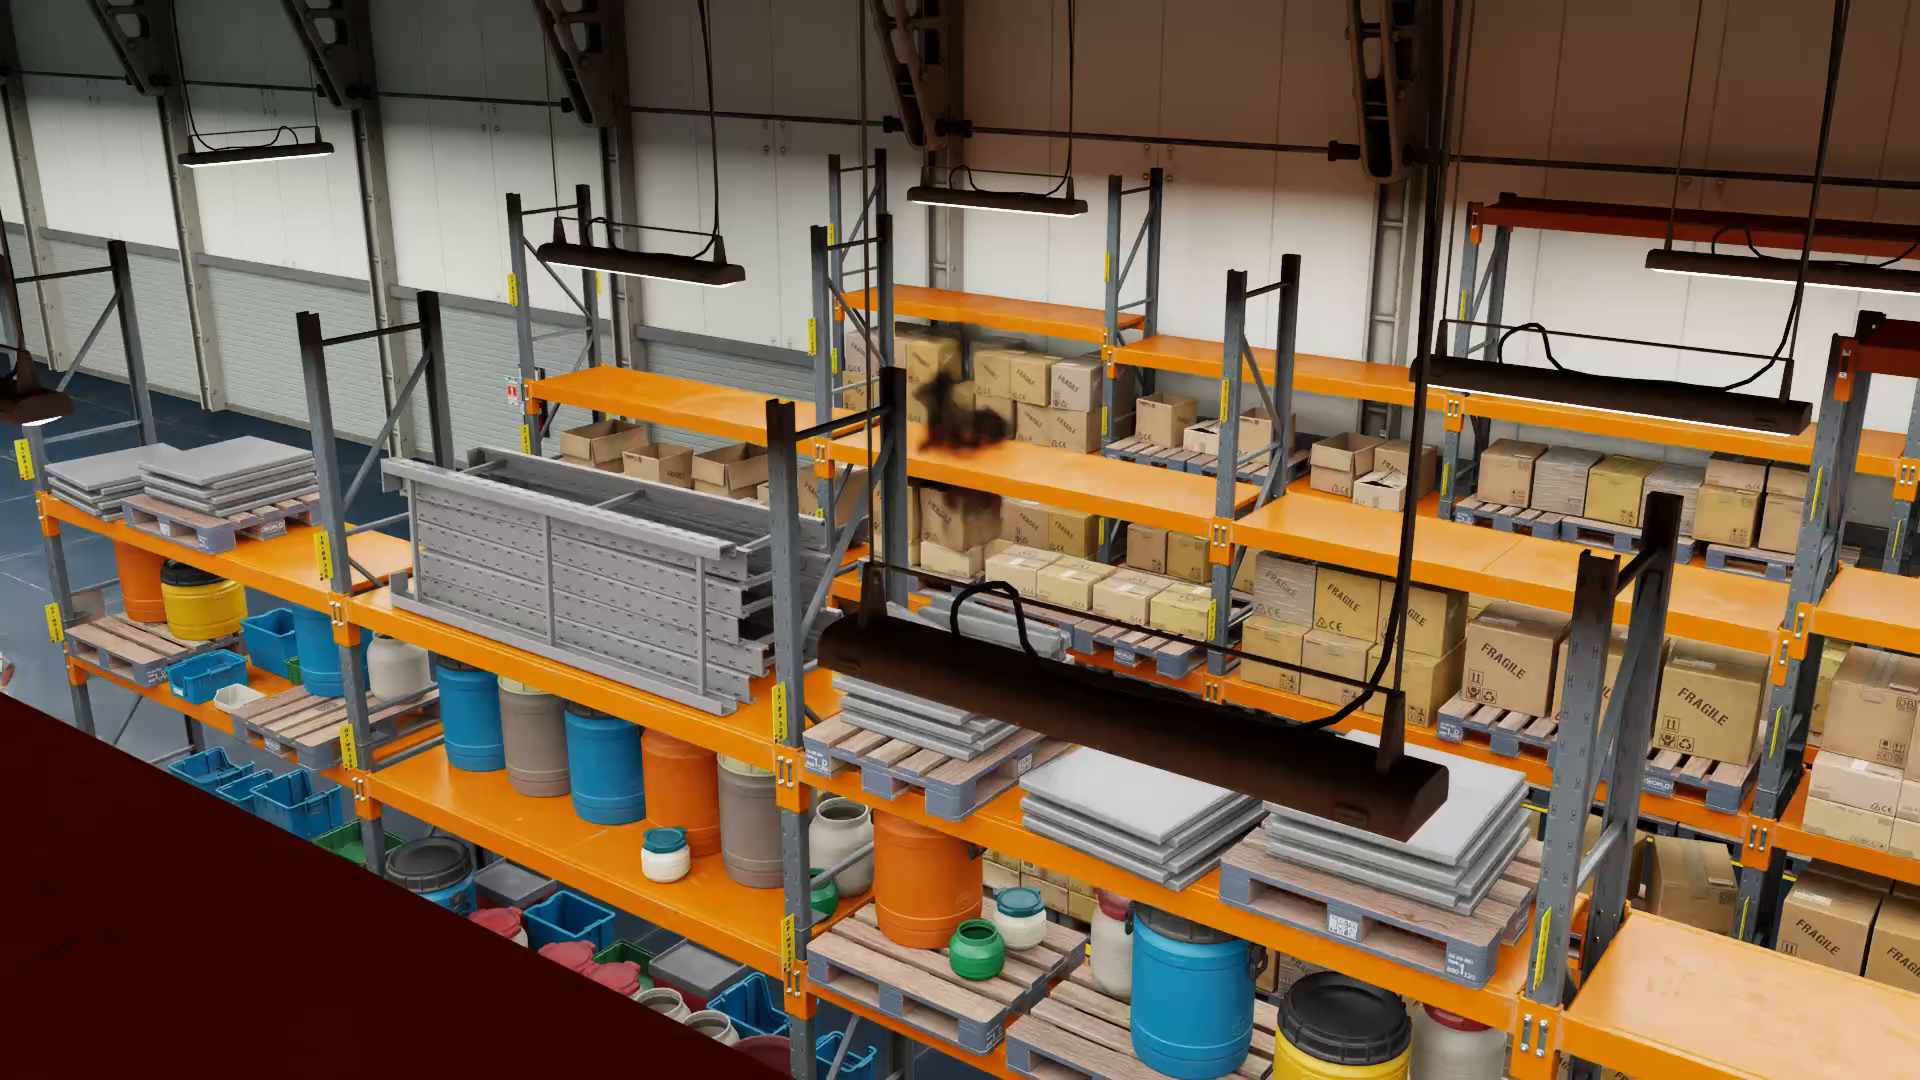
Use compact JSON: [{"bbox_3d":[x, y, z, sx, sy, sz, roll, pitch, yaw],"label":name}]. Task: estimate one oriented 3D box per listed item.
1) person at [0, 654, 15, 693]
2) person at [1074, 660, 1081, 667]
[{"bbox_3d":[-9.924,1.808,16.969,0.762,1.843,0.644,-9,21,-26],"label":"person"},{"bbox_3d":[0.979,1.725,17.238,0.613,1.731,0.696,11,22,31],"label":"person"}]
